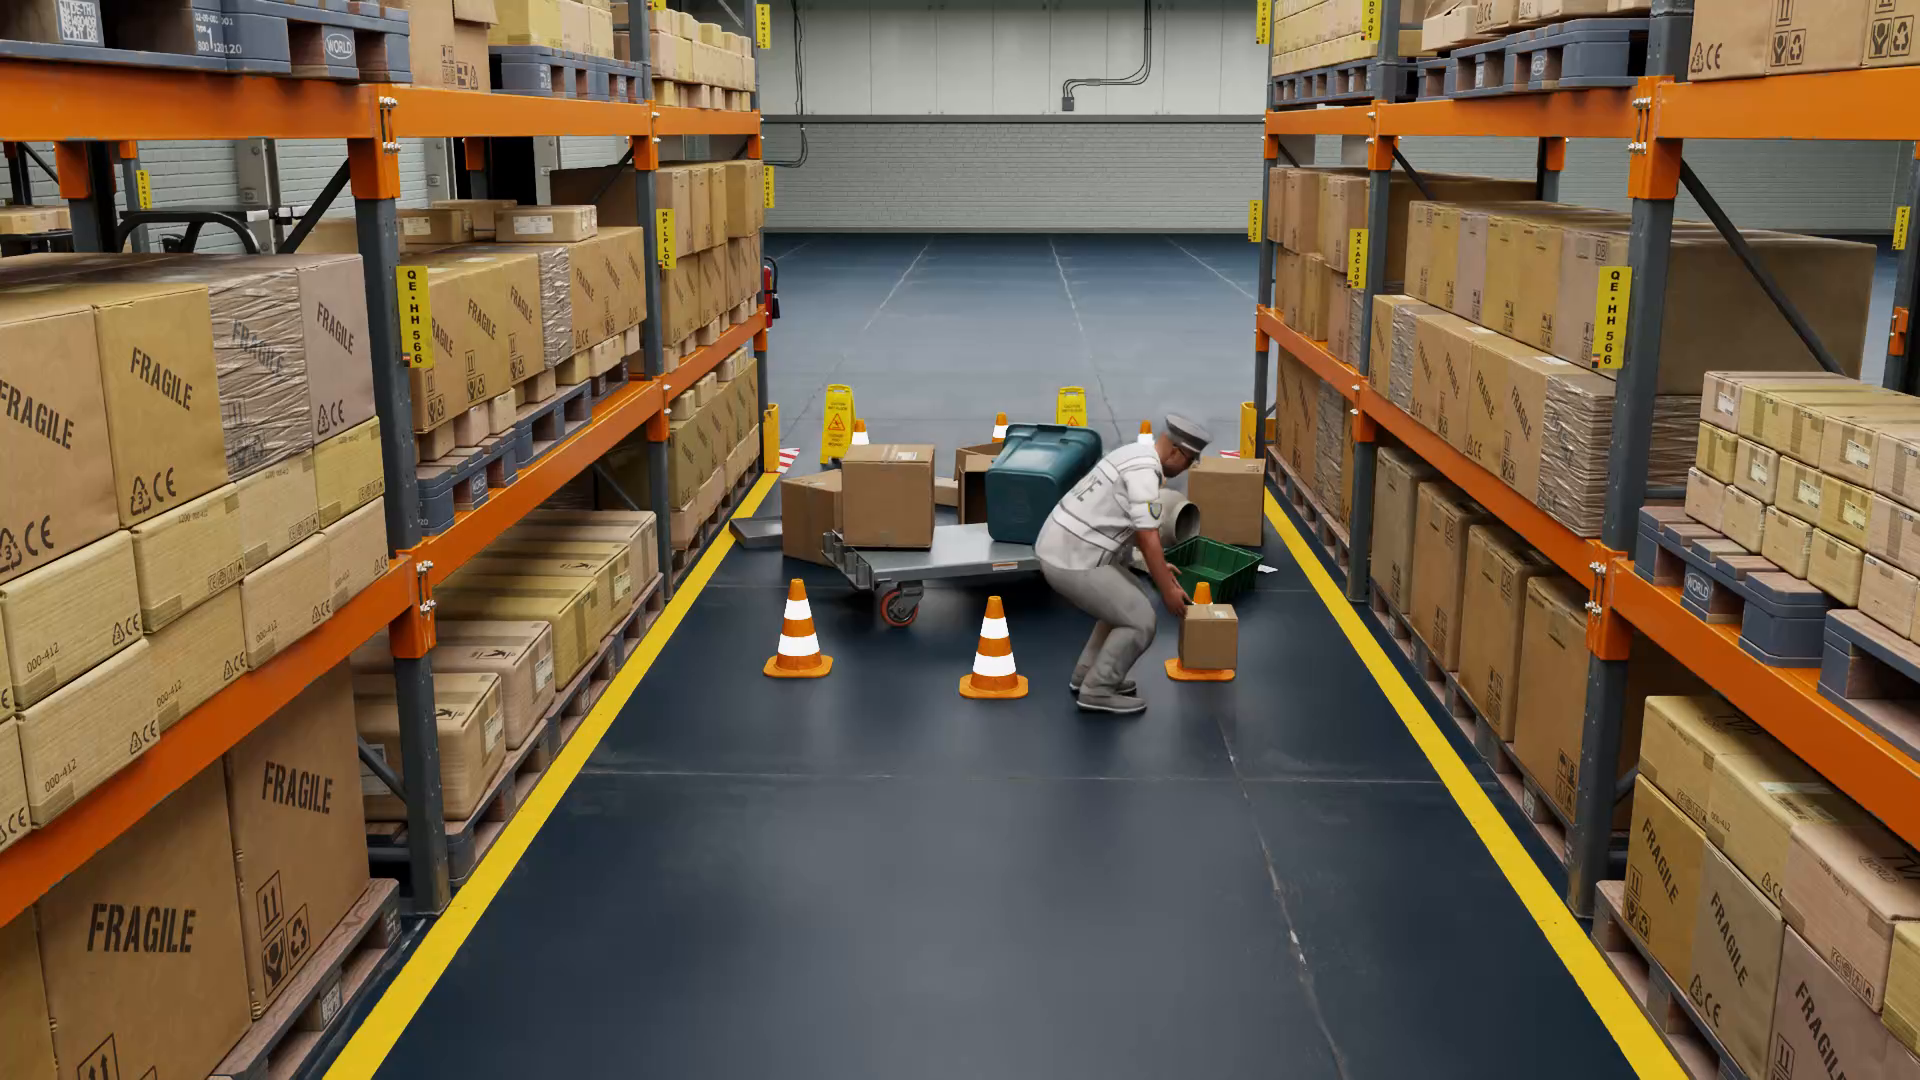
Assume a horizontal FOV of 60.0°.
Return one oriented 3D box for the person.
[{"bbox_3d":[0.765,0.096,7.881,0.824,1.383,0.590,0,14,2],"label":"person"}]
